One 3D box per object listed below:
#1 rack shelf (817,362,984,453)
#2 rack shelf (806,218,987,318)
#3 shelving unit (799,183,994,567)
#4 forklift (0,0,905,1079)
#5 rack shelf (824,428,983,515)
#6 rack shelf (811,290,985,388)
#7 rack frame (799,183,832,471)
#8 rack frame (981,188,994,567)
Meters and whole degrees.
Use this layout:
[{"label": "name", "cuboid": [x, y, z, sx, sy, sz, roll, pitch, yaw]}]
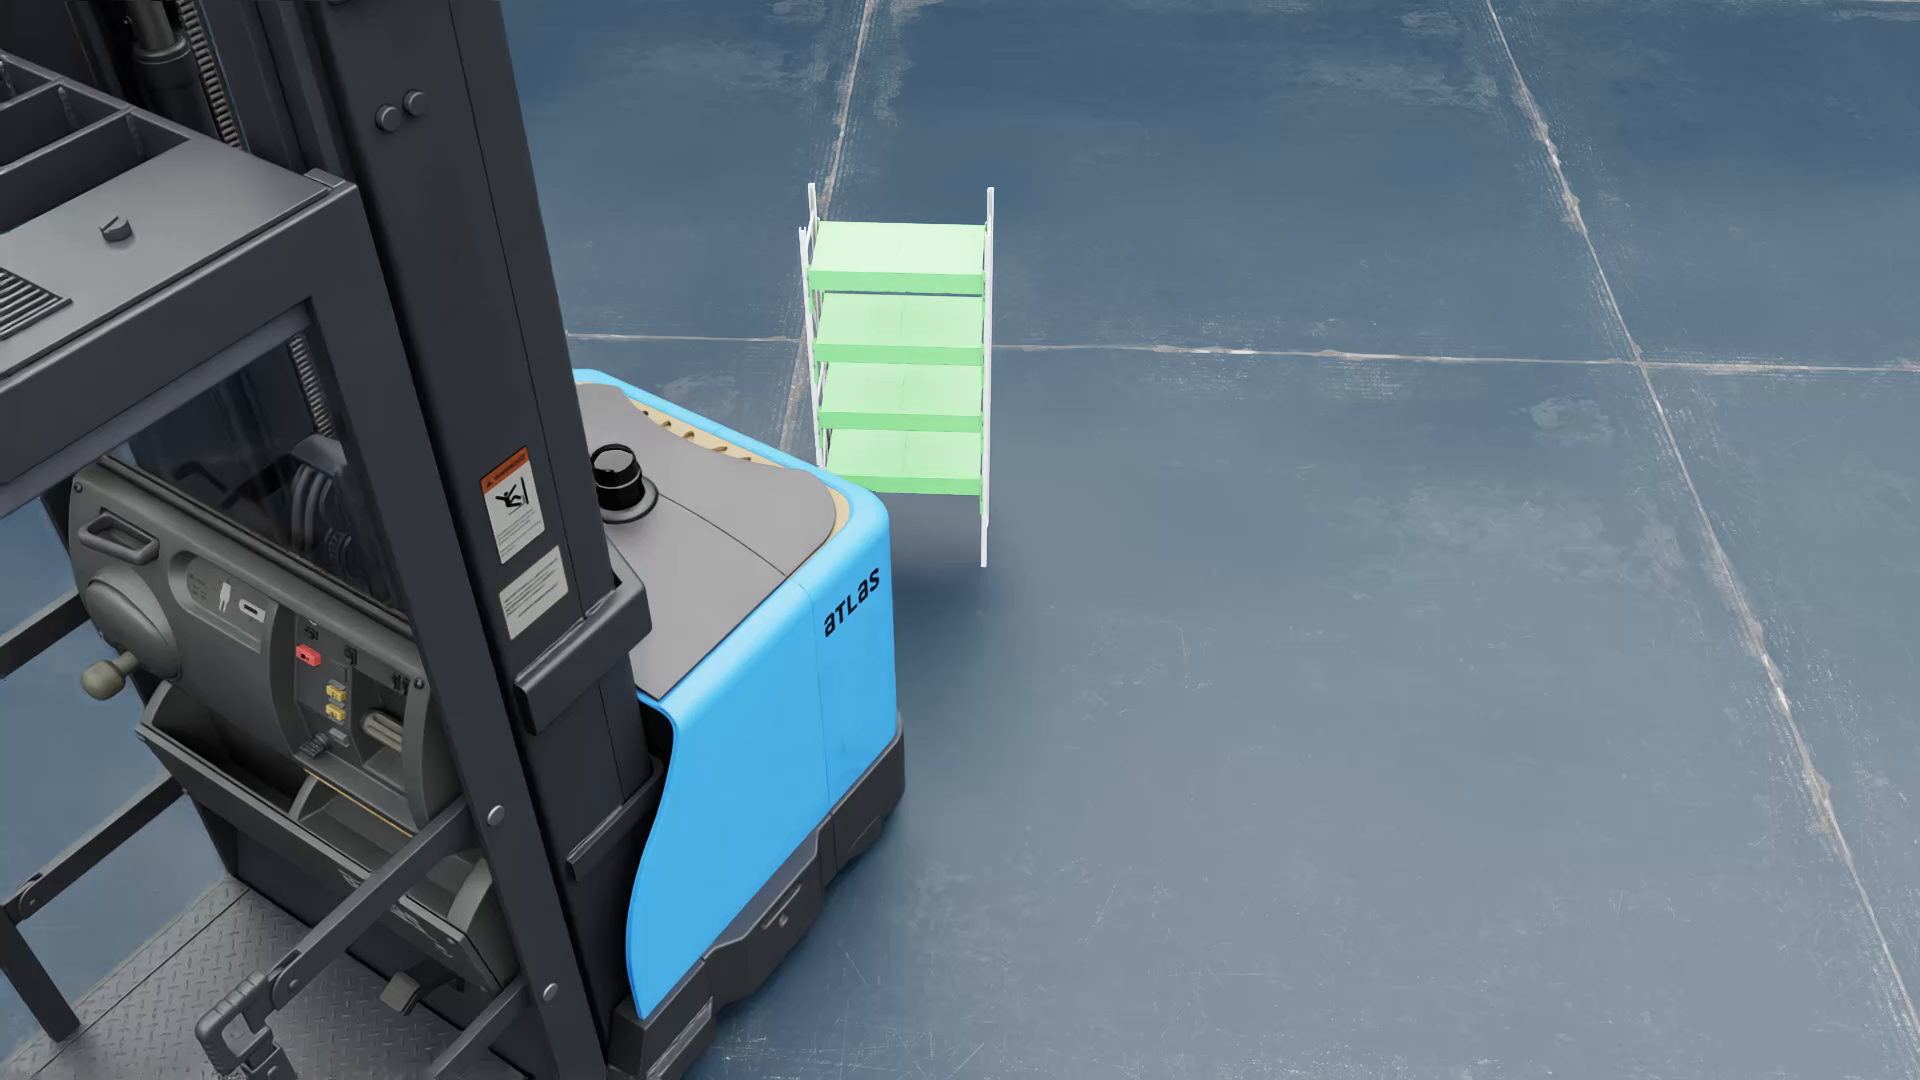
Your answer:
[{"label": "rack shelf", "cuboid": [-0.165, -0.397, 4.890, 0.480, 0.148, 0.258, 2, 43, 2]}, {"label": "rack shelf", "cuboid": [-0.165, -0.749, 4.563, 0.480, 0.148, 0.258, 2, 43, 2]}, {"label": "shelving unit", "cuboid": [-0.165, -0.444, 4.846, 0.503, 1.200, 0.258, 2, 43, 2]}, {"label": "forklift", "cuboid": [-1.373, 0.281, 2.798, 1.130, 2.935, 3.031, 24, 48, 24]}, {"label": "rack shelf", "cuboid": [-0.165, -0.222, 5.054, 0.480, 0.148, 0.258, 2, 43, 2]}, {"label": "rack shelf", "cuboid": [-0.165, -0.573, 4.726, 0.480, 0.148, 0.258, 2, 43, 2]}, {"label": "rack frame", "cuboid": [-0.409, -0.452, 4.855, 0.015, 1.200, 0.240, 2, 43, 2]}, {"label": "rack frame", "cuboid": [0.078, -0.437, 4.838, 0.015, 1.200, 0.240, 2, 43, 2]}]
